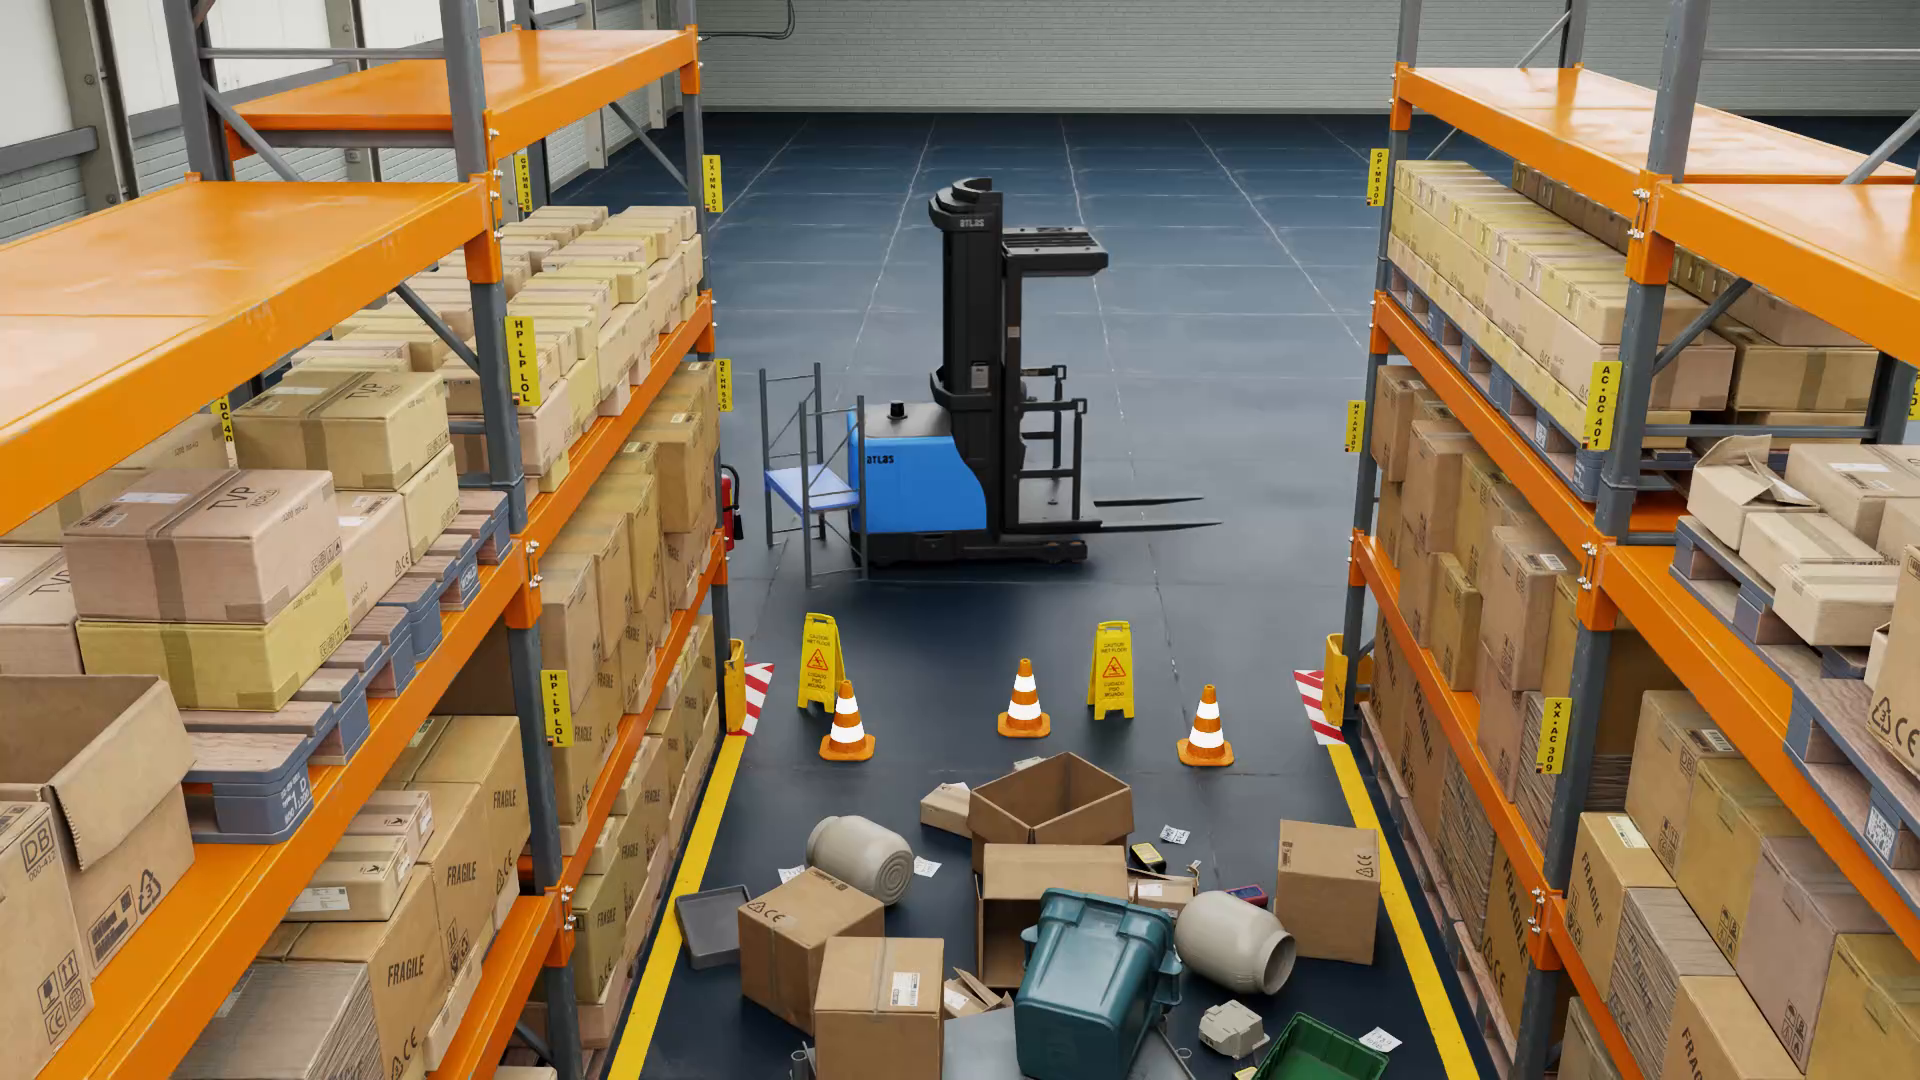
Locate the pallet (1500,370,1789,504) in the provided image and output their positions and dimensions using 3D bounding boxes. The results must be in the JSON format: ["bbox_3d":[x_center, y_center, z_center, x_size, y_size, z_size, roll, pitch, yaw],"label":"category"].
[{"bbox_3d":[2.881,-0.450,6.810,1.003,0.211,1.213,1,21,2],"label":"pallet"}]

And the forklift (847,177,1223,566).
[{"bbox_3d":[0.608,-1.366,13.290,3.031,2.935,1.130,-2,21,-5],"label":"forklift"}]

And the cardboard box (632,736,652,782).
[{"bbox_3d":[-1.735,1.081,8.176,0.380,0.149,0.250,2,21,5],"label":"cardboard box"}]

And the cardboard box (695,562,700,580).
[{"bbox_3d":[-1.707,0.179,9.562,0.380,0.149,0.250,0,21,1],"label":"cardboard box"}]

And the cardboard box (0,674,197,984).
[{"bbox_3d":[-2.209,0.633,3.755,0.797,0.503,0.637,1,21,2],"label":"cardboard box"}]

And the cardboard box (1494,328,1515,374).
[{"bbox_3d":[2.568,-0.823,7.279,0.380,0.149,0.250,1,21,2],"label":"cardboard box"}]

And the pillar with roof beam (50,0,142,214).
[{"bbox_3d":[-3.382,-4.991,14.246,9.100,9.000,0.400,1,21,2],"label":"pillar with roof beam"}]

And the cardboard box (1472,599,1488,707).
[{"bbox_3d":[2.973,0.607,7.905,0.875,0.550,0.550,1,21,2],"label":"cardboard box"}]

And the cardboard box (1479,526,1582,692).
[{"bbox_3d":[2.792,0.297,7.211,0.875,0.550,0.550,1,21,2],"label":"cardboard box"}]

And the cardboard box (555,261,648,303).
[{"bbox_3d":[-1.712,-1.234,7.954,0.380,0.149,0.250,1,21,3],"label":"cardboard box"}]

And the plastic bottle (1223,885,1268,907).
[{"bbox_3d":[1.478,1.906,8.825,0.283,0.061,0.133,-7,22,-17],"label":"plastic bottle"}]

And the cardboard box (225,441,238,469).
[{"bbox_3d":[-2.524,-0.132,5.497,0.500,0.250,0.500,0,21,0],"label":"cardboard box"}]

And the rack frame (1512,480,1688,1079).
[{"bbox_3d":[2.846,1.203,6.575,1.000,3.000,0.127,1,21,2],"label":"rack frame"}]

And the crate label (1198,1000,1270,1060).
[{"bbox_3d":[1.264,2.278,7.761,0.298,0.136,0.250,-16,26,-35],"label":"crate label"}]

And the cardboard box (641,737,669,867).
[{"bbox_3d":[-1.795,1.330,8.431,0.500,0.500,0.500,2,21,4],"label":"cardboard box"}]

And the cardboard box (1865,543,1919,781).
[{"bbox_3d":[2.497,0.330,3.821,0.500,0.500,0.500,1,21,2],"label":"cardboard box"}]

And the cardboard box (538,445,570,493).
[{"bbox_3d":[-1.784,-0.300,6.650,0.380,0.149,0.250,1,21,2],"label":"cardboard box"}]

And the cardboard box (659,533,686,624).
[{"bbox_3d":[-1.763,0.115,8.830,0.500,0.500,0.500,1,21,1],"label":"cardboard box"}]

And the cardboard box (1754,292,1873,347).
[{"bbox_3d":[3.196,-0.820,6.169,0.380,0.149,0.250,1,21,2],"label":"cardboard box"}]

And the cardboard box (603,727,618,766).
[{"bbox_3d":[-1.799,0.915,7.666,0.380,0.149,0.250,1,21,3],"label":"cardboard box"}]

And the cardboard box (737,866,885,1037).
[{"bbox_3d":[-0.713,1.977,8.033,0.500,0.500,0.500,18,27,38],"label":"cardboard box"}]

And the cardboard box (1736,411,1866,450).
[{"bbox_3d":[3.196,-0.448,6.313,0.380,0.149,0.250,0,21,1],"label":"cardboard box"}]

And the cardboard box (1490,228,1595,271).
[{"bbox_3d":[2.577,-1.284,7.365,0.380,0.149,0.250,0,21,1],"label":"cardboard box"}]

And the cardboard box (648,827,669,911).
[{"bbox_3d":[-1.799,1.676,8.577,0.500,0.250,0.500,0,21,1],"label":"cardboard box"}]

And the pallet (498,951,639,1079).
[{"bbox_3d":[-2.120,2.242,7.752,1.003,0.211,1.213,1,21,2],"label":"pallet"}]

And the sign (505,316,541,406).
[{"bbox_3d":[-1.550,-0.633,5.901,0.100,0.325,0.005,1,21,2],"label":"sign"}]

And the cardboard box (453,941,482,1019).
[{"bbox_3d":[-1.843,1.484,5.617,0.380,0.149,0.250,0,21,1],"label":"cardboard box"}]

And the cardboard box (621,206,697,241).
[{"bbox_3d":[-1.699,-1.789,9.384,0.380,0.149,0.250,1,21,2],"label":"cardboard box"}]

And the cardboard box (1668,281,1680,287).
[{"bbox_3d":[3.169,-1.045,7.300,0.500,0.250,0.500,0,21,1],"label":"cardboard box"}]

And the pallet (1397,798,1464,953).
[{"bbox_3d":[2.981,1.787,8.926,1.003,0.211,1.213,1,21,2],"label":"pallet"}]

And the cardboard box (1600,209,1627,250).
[{"bbox_3d":[3.250,-1.462,7.822,0.380,0.149,0.250,1,21,2],"label":"cardboard box"}]

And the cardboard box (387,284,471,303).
[{"bbox_3d":[-2.342,-1.055,7.492,0.380,0.149,0.250,1,21,2],"label":"cardboard box"}]

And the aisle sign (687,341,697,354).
[{"bbox_3d":[-1.692,-1.492,9.928,0.394,0.787,0.004,1,21,2],"label":"aisle sign"}]

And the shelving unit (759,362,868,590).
[{"bbox_3d":[-1.157,-0.523,13.096,0.538,1.500,1.048,-9,23,-21],"label":"shelving unit"}]

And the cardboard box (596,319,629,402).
[{"bbox_3d":[-1.784,-0.806,7.401,0.500,0.250,0.500,1,21,2],"label":"cardboard box"}]

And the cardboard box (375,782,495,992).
[{"bbox_3d":[-1.904,1.153,5.574,0.500,0.500,0.500,1,21,2],"label":"cardboard box"}]

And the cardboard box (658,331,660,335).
[{"bbox_3d":[-1.806,-1.133,8.797,0.380,0.149,0.250,1,21,2],"label":"cardboard box"}]

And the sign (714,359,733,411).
[{"bbox_3d":[-1.429,-0.935,10.047,0.100,0.325,0.005,1,21,2],"label":"sign"}]

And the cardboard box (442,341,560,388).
[{"bbox_3d":[-1.791,-0.672,6.507,0.380,0.149,0.250,1,21,3],"label":"cardboard box"}]

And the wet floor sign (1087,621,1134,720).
[{"bbox_3d":[0.989,0.822,10.811,0.267,0.644,0.232,-3,21,-8],"label":"wet floor sign"}]

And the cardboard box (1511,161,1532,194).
[{"bbox_3d":[3.296,-2.013,9.243,0.380,0.149,0.250,1,21,2],"label":"cardboard box"}]

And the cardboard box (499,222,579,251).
[{"bbox_3d":[-2.259,-1.607,8.915,0.380,0.149,0.250,1,21,2],"label":"cardboard box"}]

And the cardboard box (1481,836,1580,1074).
[{"bbox_3d":[2.935,1.771,7.467,0.875,0.875,0.875,1,21,2],"label":"cardboard box"}]

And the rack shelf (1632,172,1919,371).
[{"bbox_3d":[2.785,-0.349,3.828,1.077,0.370,4.000,1,21,2],"label":"rack shelf"}]

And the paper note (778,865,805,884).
[{"bbox_3d":[-0.908,1.826,9.073,0.142,0.019,0.148,-7,22,-17],"label":"paper note"}]

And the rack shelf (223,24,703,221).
[{"bbox_3d":[-2.044,-1.998,7.530,1.077,0.370,4.000,1,21,2],"label":"rack shelf"}]

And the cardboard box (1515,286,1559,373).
[{"bbox_3d":[2.620,-0.870,6.849,0.500,0.250,0.500,1,21,1],"label":"cardboard box"}]

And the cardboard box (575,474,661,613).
[{"bbox_3d":[-1.795,0.011,7.715,0.700,0.500,0.500,0,21,0],"label":"cardboard box"}]

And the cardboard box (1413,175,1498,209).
[{"bbox_3d":[2.623,-1.838,8.793,0.380,0.149,0.250,0,21,1],"label":"cardboard box"}]

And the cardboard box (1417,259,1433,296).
[{"bbox_3d":[2.614,-1.372,8.694,0.380,0.149,0.250,1,21,2],"label":"cardboard box"}]

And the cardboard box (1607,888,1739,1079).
[{"bbox_3d":[2.546,1.526,5.604,0.500,0.500,0.500,1,21,2],"label":"cardboard box"}]
